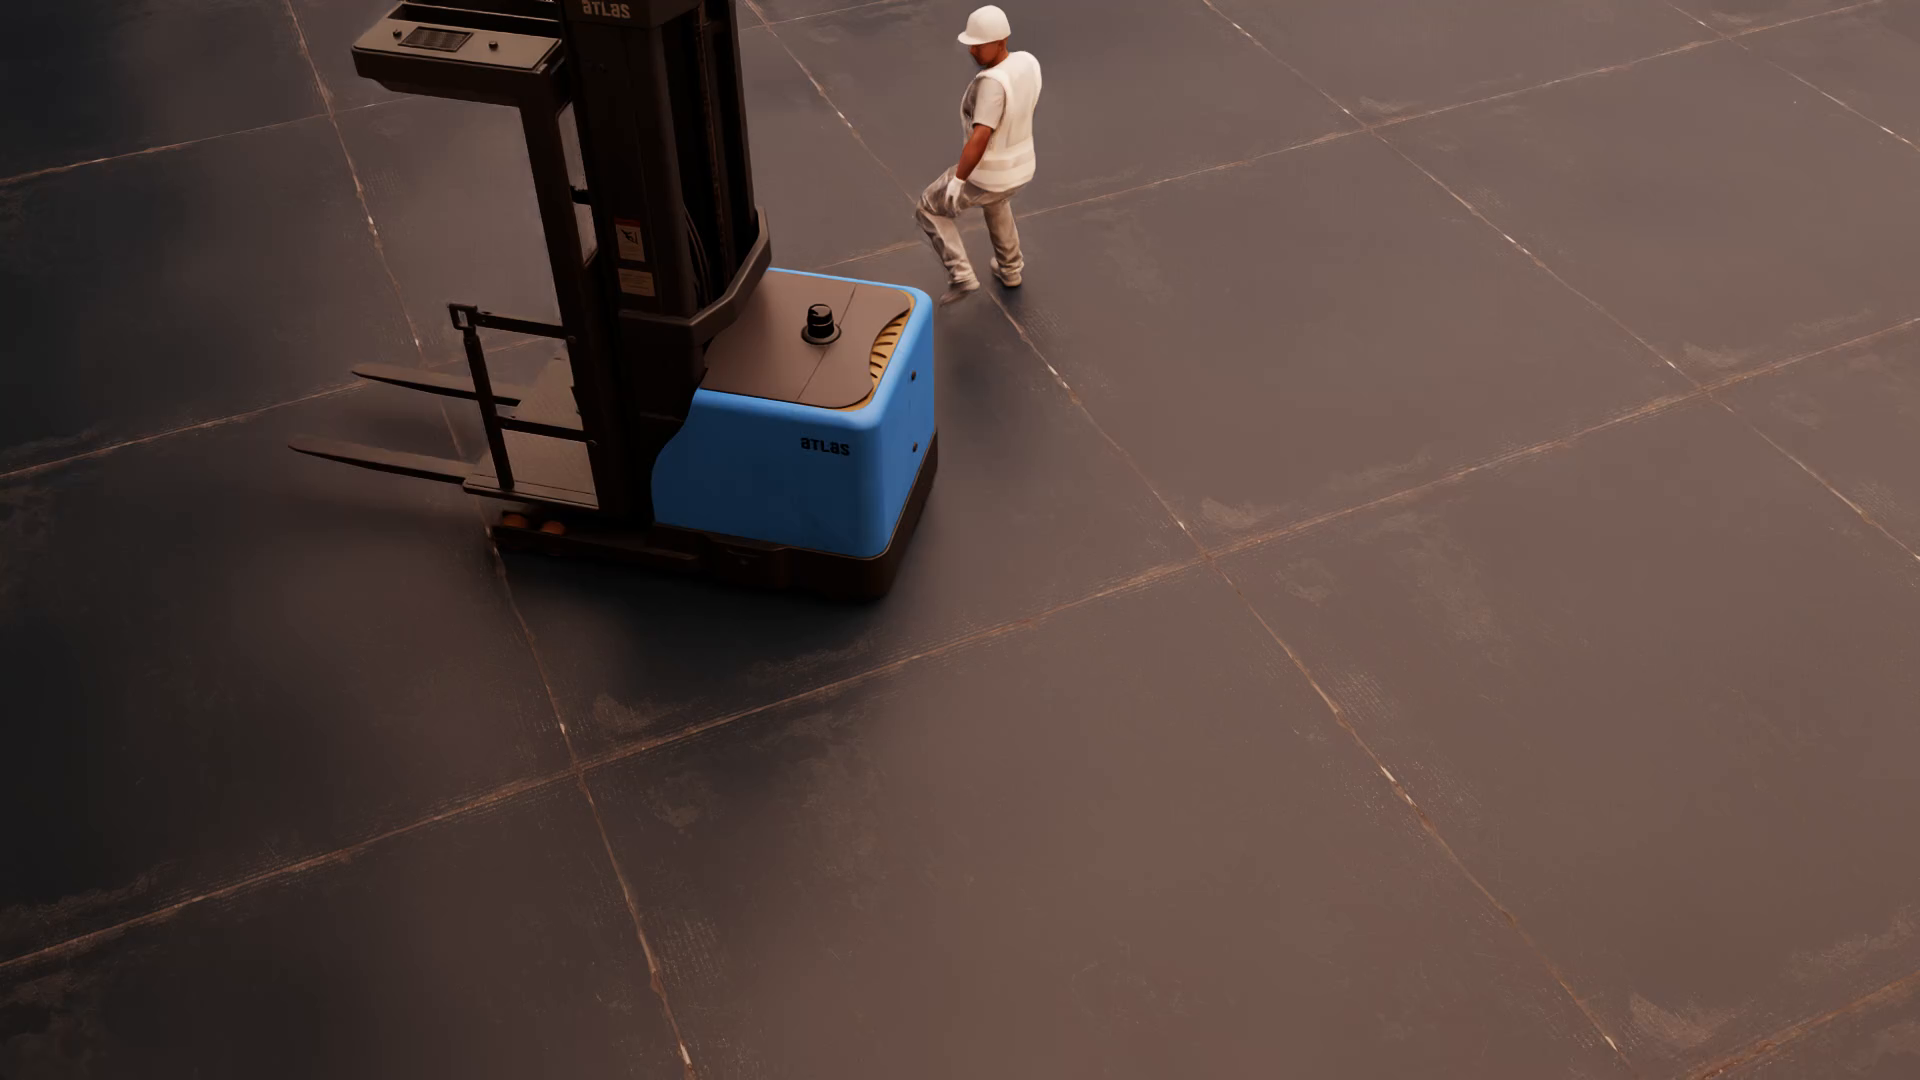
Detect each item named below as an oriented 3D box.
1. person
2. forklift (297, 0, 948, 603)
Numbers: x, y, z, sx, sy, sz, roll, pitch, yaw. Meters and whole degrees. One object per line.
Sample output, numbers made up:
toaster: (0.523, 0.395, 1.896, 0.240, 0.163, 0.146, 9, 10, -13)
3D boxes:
person: (0.133, -2.075, 8.818, 0.796, 1.688, 0.698, -30, 51, -28)
forklift: (-1.634, -1.328, 7.103, 3.031, 2.935, 1.130, 10, 44, 10)
